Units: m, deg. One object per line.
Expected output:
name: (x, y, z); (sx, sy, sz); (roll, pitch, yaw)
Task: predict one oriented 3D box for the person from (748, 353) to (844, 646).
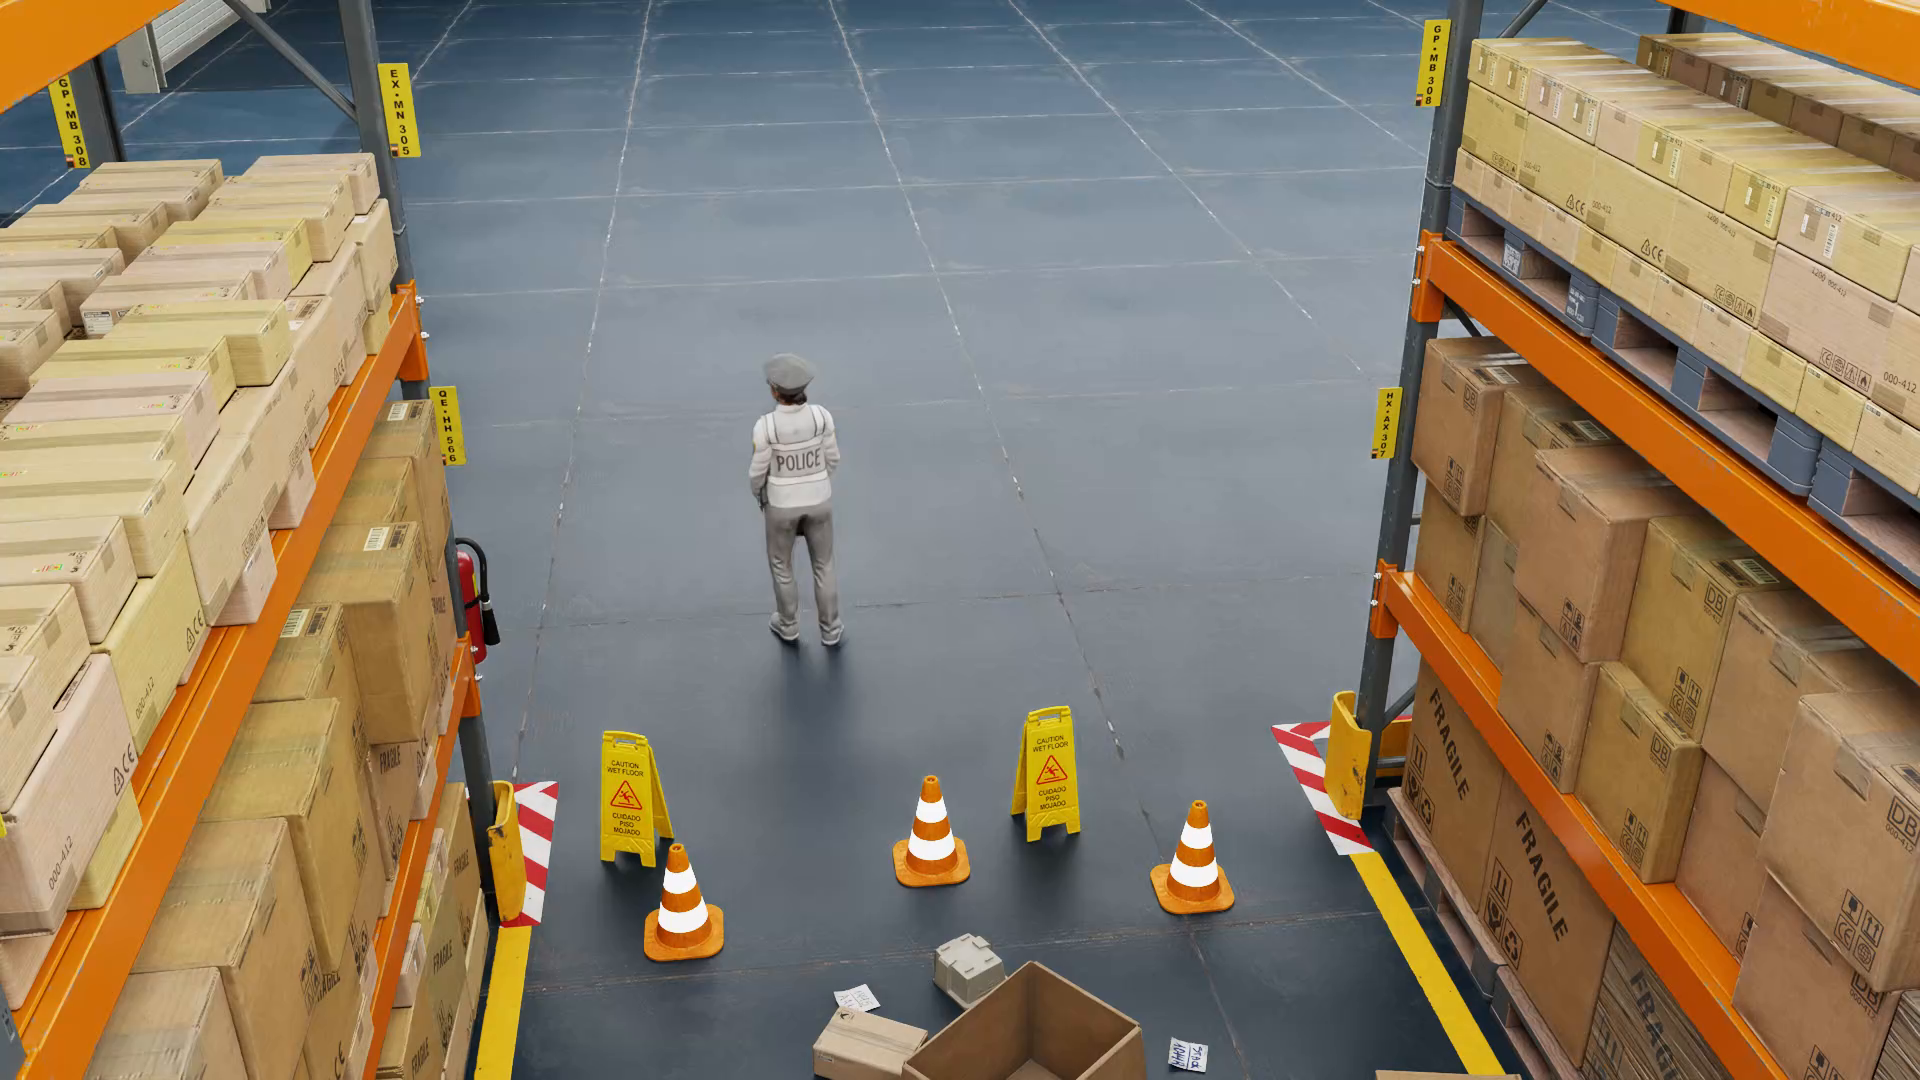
person: (-0.898, -0.216, 8.999); (0.504, 1.689, 0.440); (-9, 29, -17)
